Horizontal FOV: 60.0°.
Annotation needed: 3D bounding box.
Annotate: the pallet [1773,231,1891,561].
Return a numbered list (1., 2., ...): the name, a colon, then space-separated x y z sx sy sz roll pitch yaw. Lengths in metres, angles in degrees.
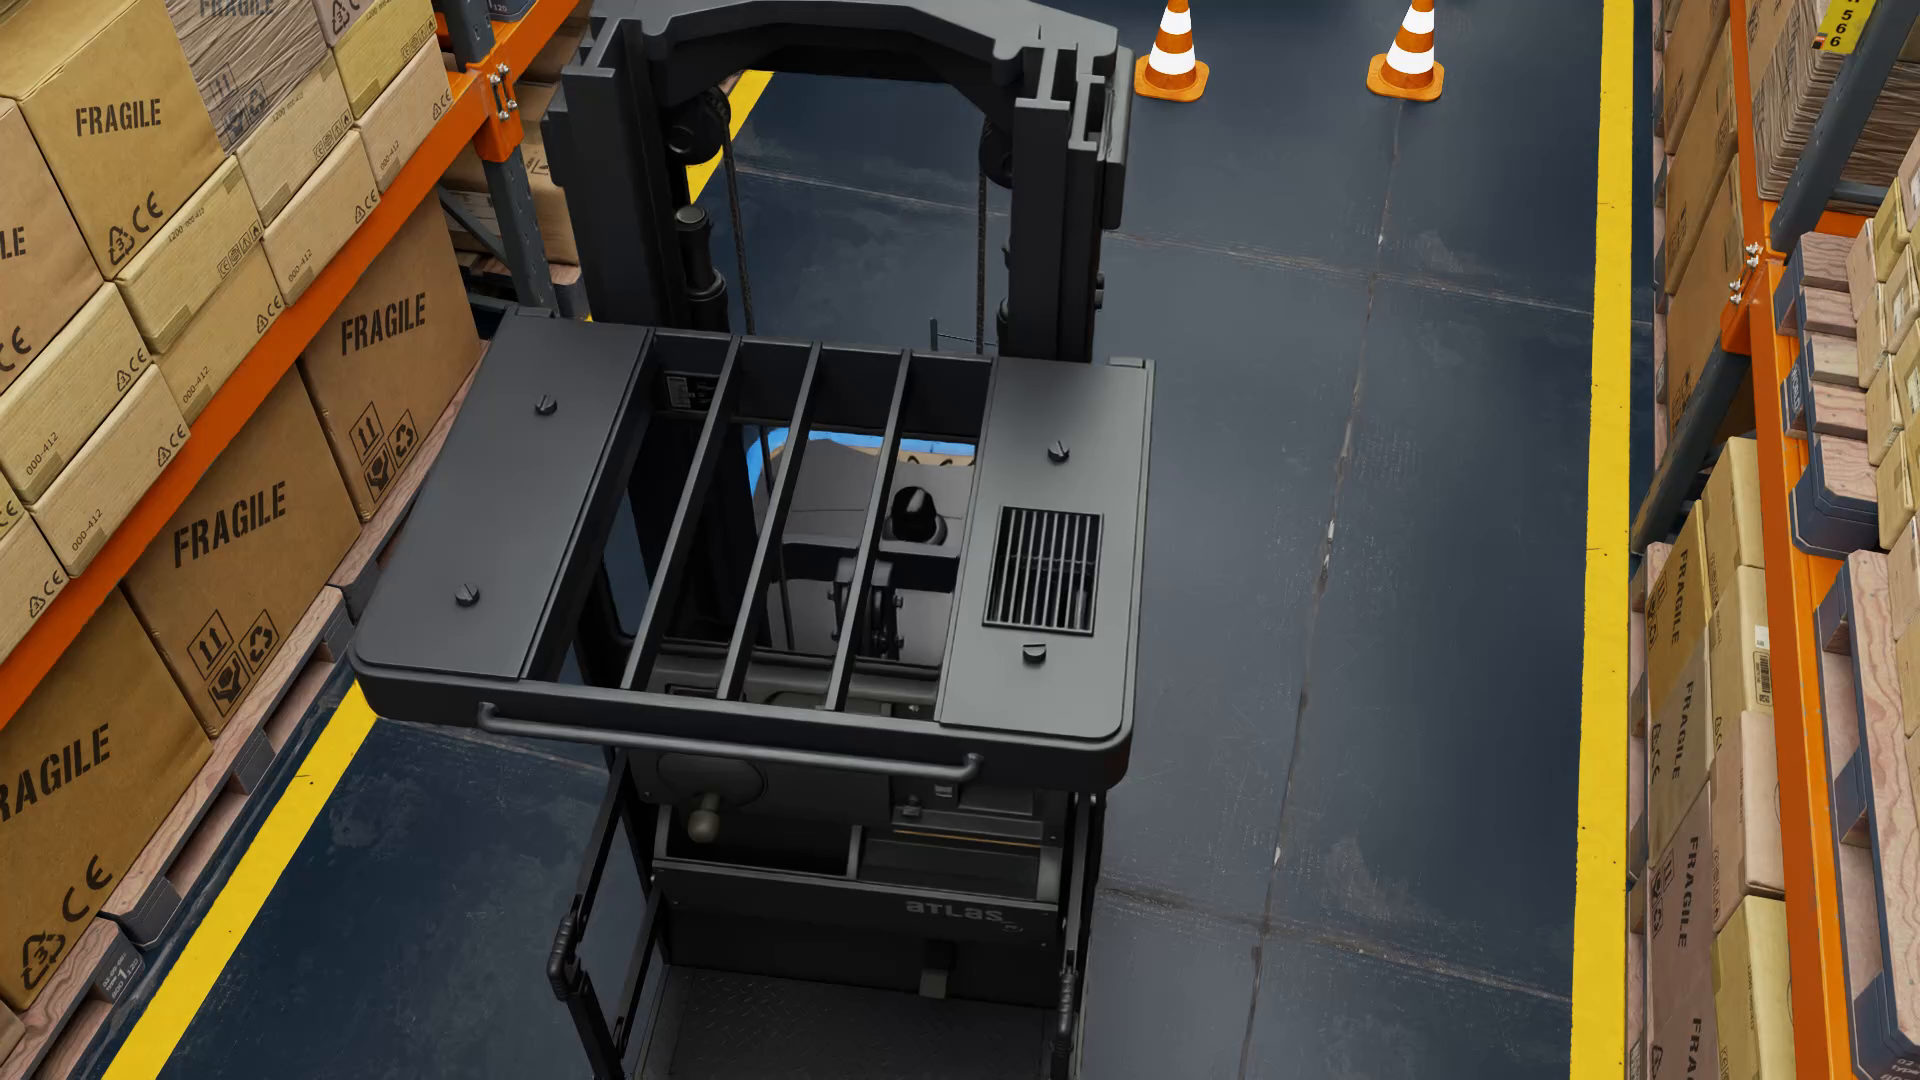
1. pallet: 2.711 -0.285 4.129 1.213 0.211 1.003 12 50 10

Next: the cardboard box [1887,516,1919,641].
1. cardboard box: 2.205 0.121 3.530 0.380 0.149 0.250 13 50 11

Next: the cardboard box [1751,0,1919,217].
1. cardboard box: 2.655 -1.297 4.827 0.500 0.500 0.500 12 50 10

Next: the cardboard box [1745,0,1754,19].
1. cardboard box: 2.920 -2.019 5.465 0.500 0.500 0.500 11 49 9

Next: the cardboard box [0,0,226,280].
1. cardboard box: -2.154 -0.997 3.895 0.500 0.500 0.500 12 50 10

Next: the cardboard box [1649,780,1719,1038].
1. cardboard box: 2.104 1.001 4.253 0.500 0.500 0.500 10 49 9

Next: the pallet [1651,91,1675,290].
1. pallet: 3.399 -1.398 6.843 1.003 0.211 1.213 12 50 10

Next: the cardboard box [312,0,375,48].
1. cardboard box: -1.890 -1.727 4.540 0.500 0.500 0.500 10 49 9

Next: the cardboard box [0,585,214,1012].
1. cardboard box: -2.743 0.549 4.402 0.875 0.875 0.875 13 50 11

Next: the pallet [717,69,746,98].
1. pallet: -1.476 -2.311 7.649 1.003 0.211 1.213 12 50 10

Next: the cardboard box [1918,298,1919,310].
1. cardboard box: 2.350 -0.470 3.655 0.380 0.149 0.250 11 50 10

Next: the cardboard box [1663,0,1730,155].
1. cardboard box: 3.515 -2.009 6.743 1.050 0.750 0.750 12 50 10

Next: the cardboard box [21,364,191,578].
1. cardboard box: -2.263 -0.214 4.038 0.500 0.250 0.500 11 49 9

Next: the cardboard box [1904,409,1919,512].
1. cardboard box: 2.272 -0.157 3.577 0.380 0.149 0.250 12 50 10

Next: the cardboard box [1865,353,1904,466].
1. cardboard box: 2.342 -0.268 3.873 0.380 0.149 0.250 14 50 12

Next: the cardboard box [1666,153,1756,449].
1. cardboard box: 3.043 -0.702 5.590 1.050 0.750 0.750 11 49 10

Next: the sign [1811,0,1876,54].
1. sign: 2.260 -1.375 4.191 0.100 0.325 0.005 12 50 10

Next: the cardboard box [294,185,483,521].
1. cardboard box: -2.268 -0.742 5.541 0.875 0.875 0.875 11 50 10

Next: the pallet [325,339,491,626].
1. pallet: -2.286 -0.311 5.884 1.003 0.211 1.213 12 50 10

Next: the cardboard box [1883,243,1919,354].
1. cardboard box: 2.406 -0.533 3.909 0.380 0.149 0.250 14 50 12

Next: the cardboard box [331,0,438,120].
1. cardboard box: -1.889 -1.504 4.844 0.500 0.250 0.500 11 50 10

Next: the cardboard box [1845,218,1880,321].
1. cardboard box: 2.483 -0.657 4.217 0.380 0.149 0.250 11 49 10

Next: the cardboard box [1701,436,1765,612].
1. cardboard box: 2.381 0.006 4.631 0.500 0.250 0.500 10 49 8

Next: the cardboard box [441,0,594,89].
1. cardboard box: -1.661 -2.000 6.987 0.950 0.372 0.625 11 49 9

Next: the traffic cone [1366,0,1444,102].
1. traffic cone: 2.039 -2.267 7.442 0.336 0.463 0.334 12 50 10

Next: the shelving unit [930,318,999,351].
1. shelving unit: -0.002 -0.292 5.407 0.258 0.900 0.210 12 50 10

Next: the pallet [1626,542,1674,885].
1. pallet: 2.589 0.602 5.077 1.003 0.211 1.213 12 50 10

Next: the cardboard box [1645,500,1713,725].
1. cardboard box: 2.364 0.264 4.903 0.500 0.500 0.500 10 49 8

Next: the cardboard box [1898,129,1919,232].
1. cardboard box: 2.486 -0.839 3.980 0.380 0.149 0.250 12 50 10

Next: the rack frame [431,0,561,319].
1. rack frame: -2.006 -1.789 5.328 1.000 3.000 0.127 12 50 10

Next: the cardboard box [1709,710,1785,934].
1. cardboard box: 2.105 0.728 3.994 0.500 0.250 0.500 12 50 10

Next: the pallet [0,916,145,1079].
1. pallet: -2.929 1.454 4.326 1.003 0.211 1.213 12 50 10

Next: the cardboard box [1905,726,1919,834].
1. cardboard box: 2.067 0.490 3.204 0.380 0.149 0.250 10 49 9

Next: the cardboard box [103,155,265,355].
1. cardboard box: -2.135 -0.758 4.185 0.500 0.250 0.500 10 49 9

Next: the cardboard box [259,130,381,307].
1. cardboard box: -2.008 -0.950 4.687 0.500 0.250 0.500 12 50 11

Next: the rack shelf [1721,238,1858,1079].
1. rack shelf: 2.269 0.799 3.524 1.077 0.370 4.000 12 50 10

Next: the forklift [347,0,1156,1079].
1. forklift: -0.257 0.565 3.296 1.130 2.935 3.031 5 49 5

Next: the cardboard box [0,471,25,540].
1. cardboard box: -2.403 -0.016 3.530 0.500 0.250 0.500 12 50 11

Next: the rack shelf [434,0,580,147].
1. rack shelf: -1.480 -2.998 6.875 1.077 0.370 4.000 12 50 10
